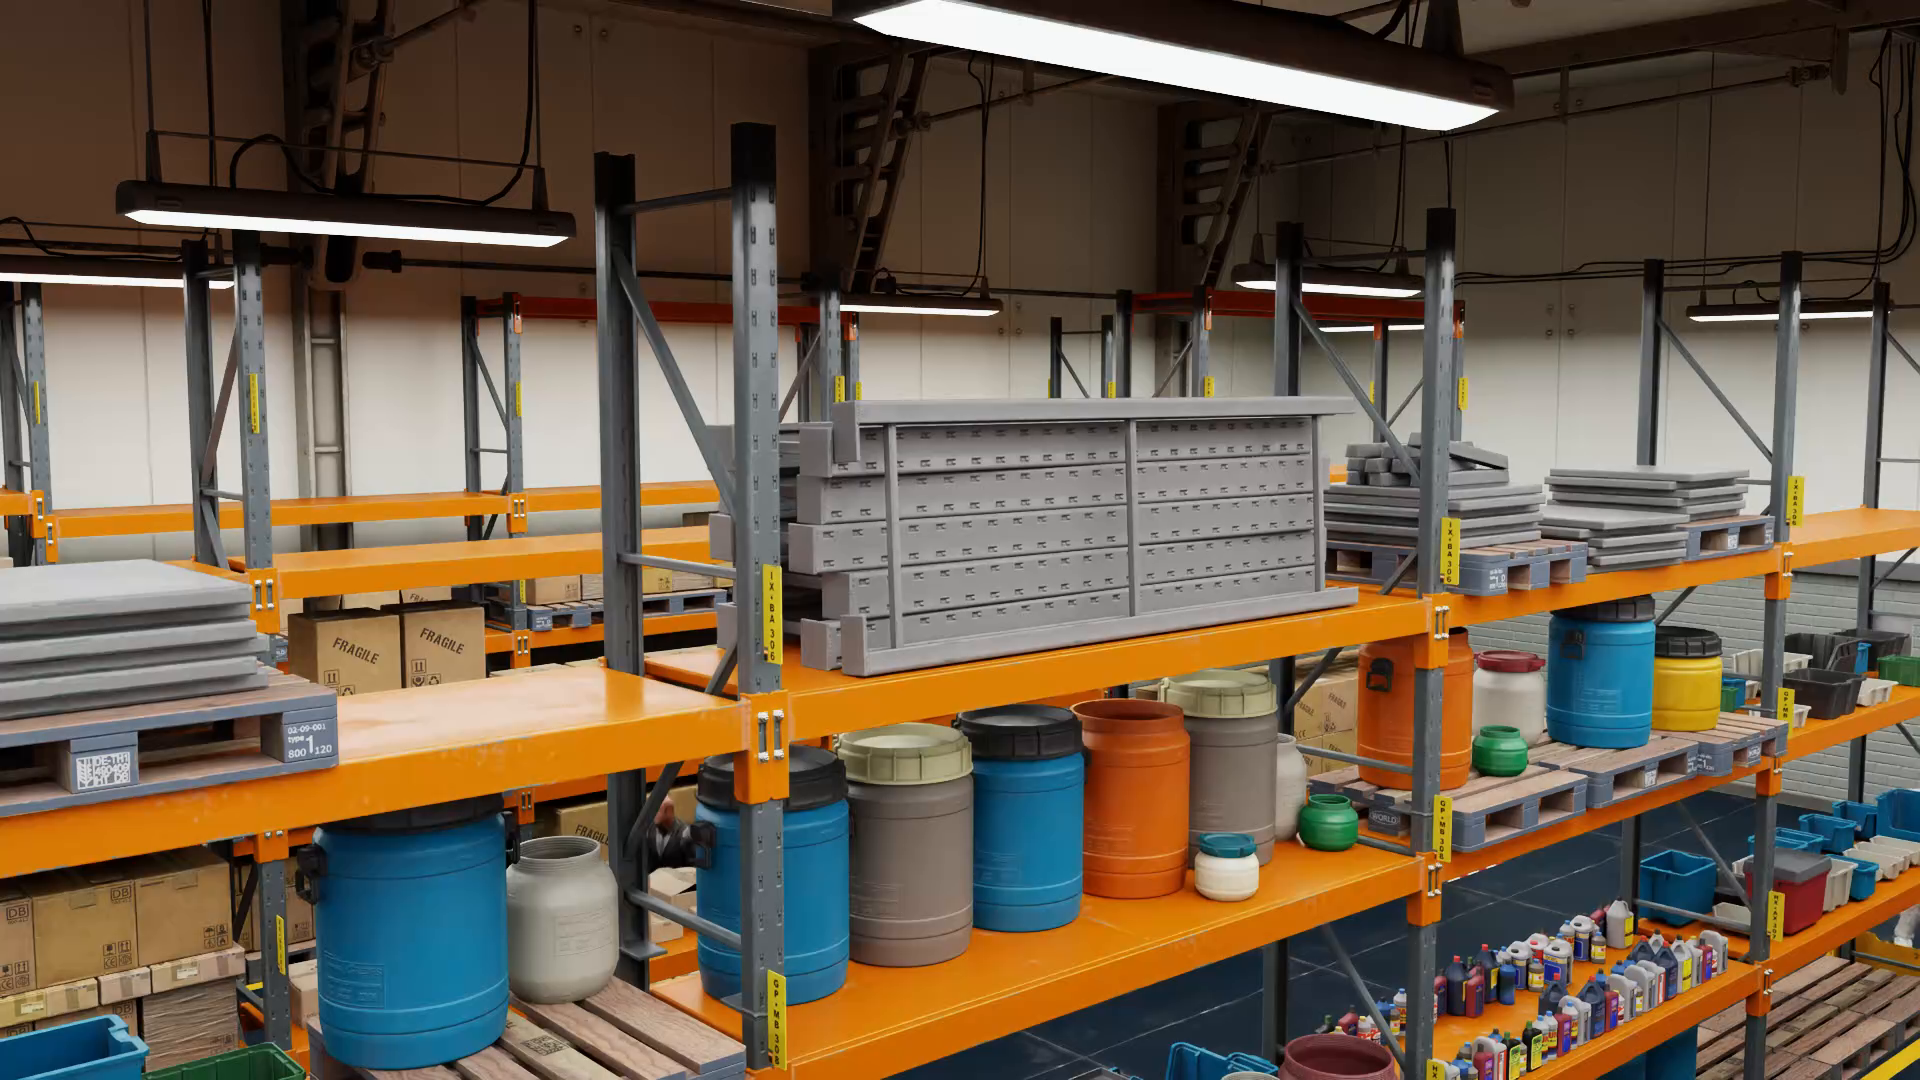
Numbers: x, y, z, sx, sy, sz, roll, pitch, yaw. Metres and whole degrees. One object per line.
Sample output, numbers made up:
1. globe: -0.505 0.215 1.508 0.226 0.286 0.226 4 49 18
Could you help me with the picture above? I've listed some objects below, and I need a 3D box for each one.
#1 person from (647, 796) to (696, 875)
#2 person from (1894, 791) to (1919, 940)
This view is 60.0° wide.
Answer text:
1. person: -2.426 2.946 14.198 0.596 1.604 0.624 1 6 15
2. person: 8.874 2.826 15.040 0.709 1.657 0.521 1 5 7
